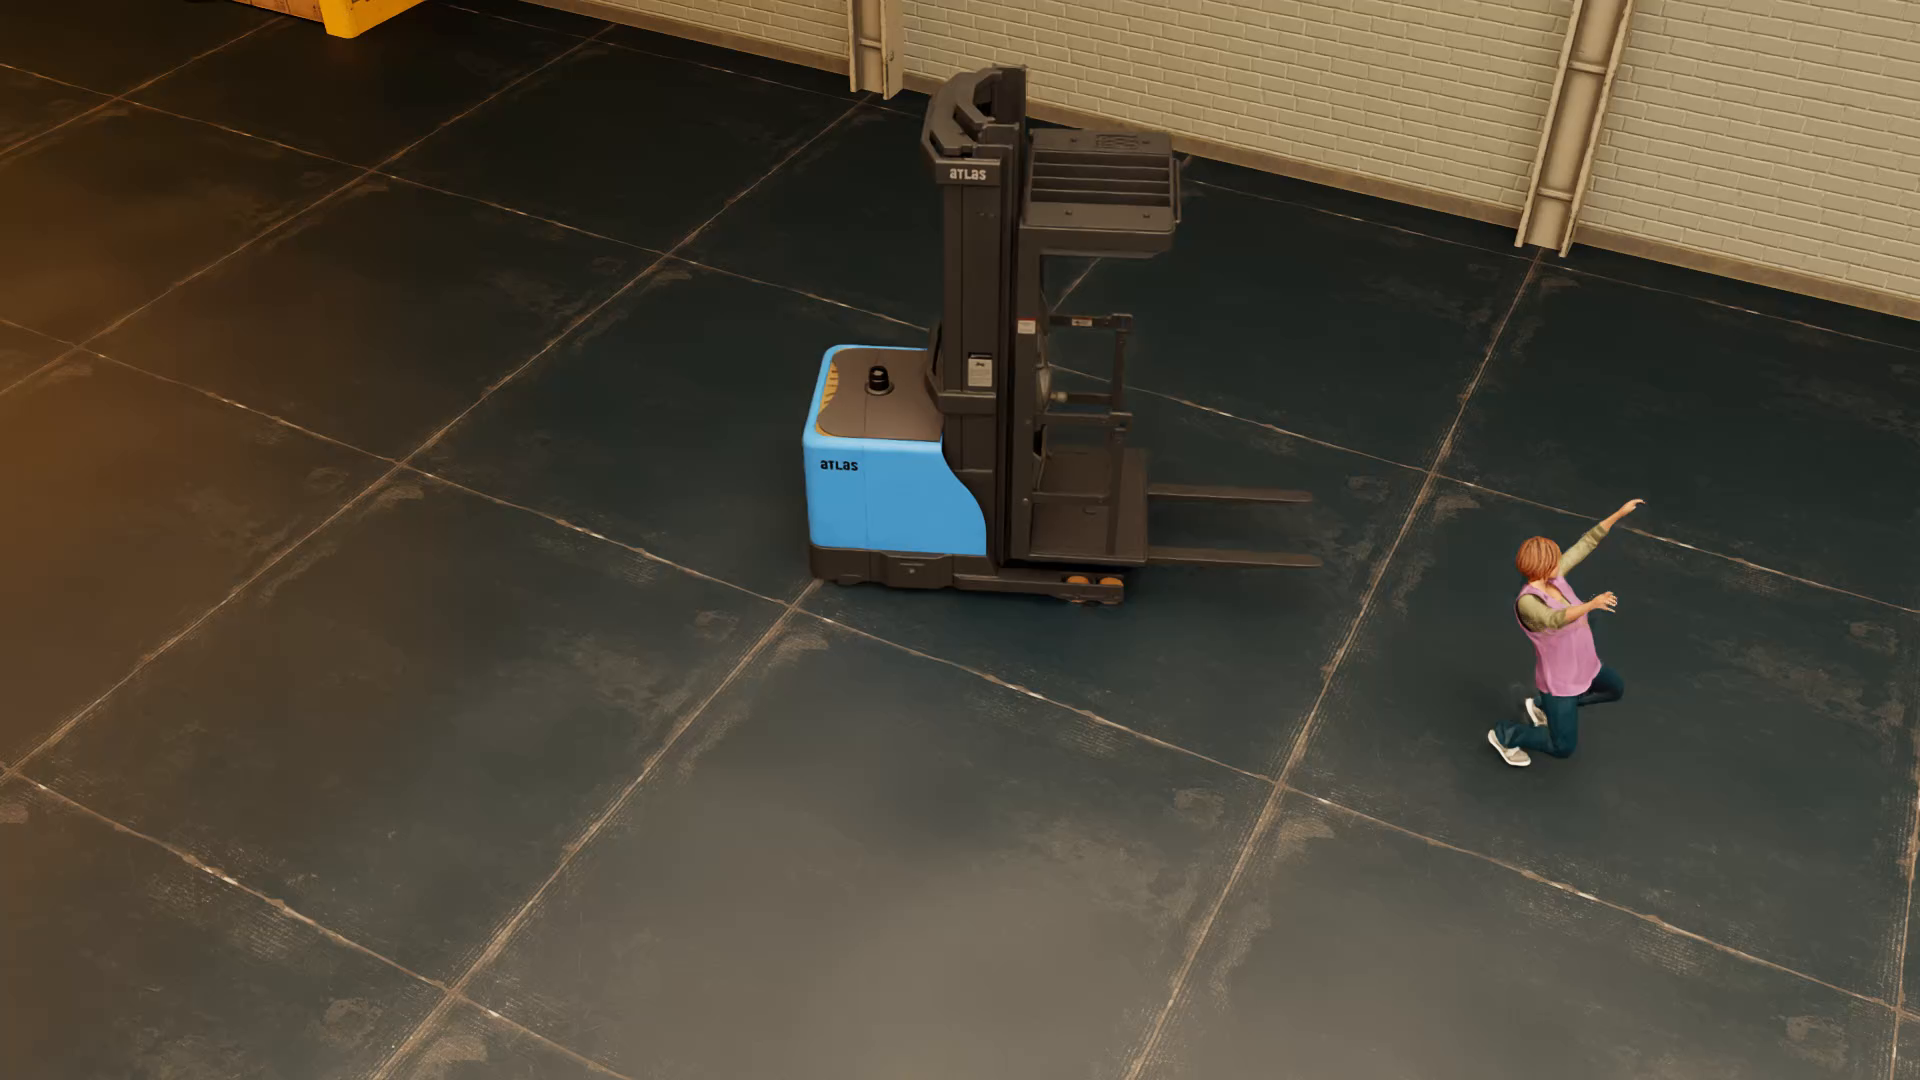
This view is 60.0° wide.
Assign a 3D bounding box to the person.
[{"bbox_3d":[3.066,0.530,8.477,0.664,1.487,0.825,27,47,28],"label":"person"}]

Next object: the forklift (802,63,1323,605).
[{"bbox_3d":[0.644,-1.096,9.288,3.031,2.935,1.130,3,40,4],"label":"forklift"}]
